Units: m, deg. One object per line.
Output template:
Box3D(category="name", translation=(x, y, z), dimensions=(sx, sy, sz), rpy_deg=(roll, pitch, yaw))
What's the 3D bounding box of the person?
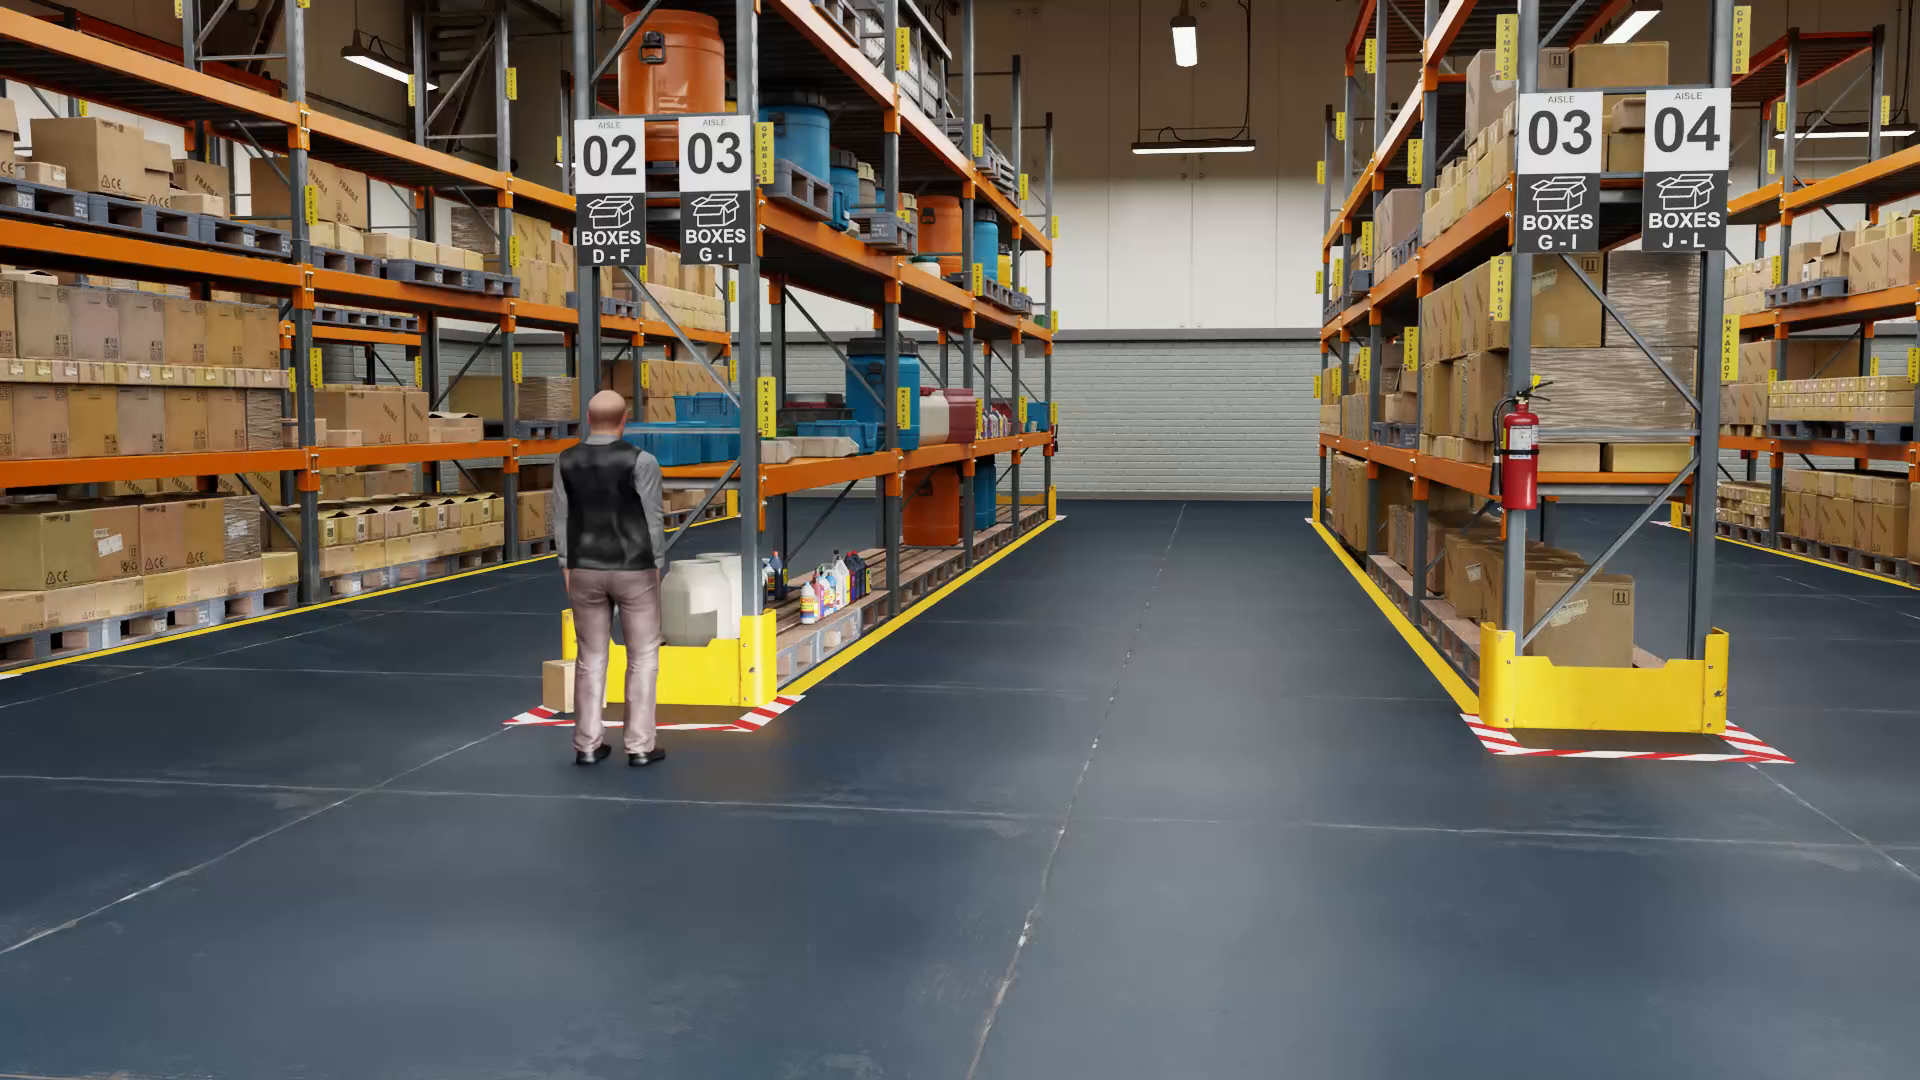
Box3D(category="person", translation=(-1.611, 0.172, 7.660), dimensions=(0.534, 1.714, 0.355), rpy_deg=(1, 4, 10))
